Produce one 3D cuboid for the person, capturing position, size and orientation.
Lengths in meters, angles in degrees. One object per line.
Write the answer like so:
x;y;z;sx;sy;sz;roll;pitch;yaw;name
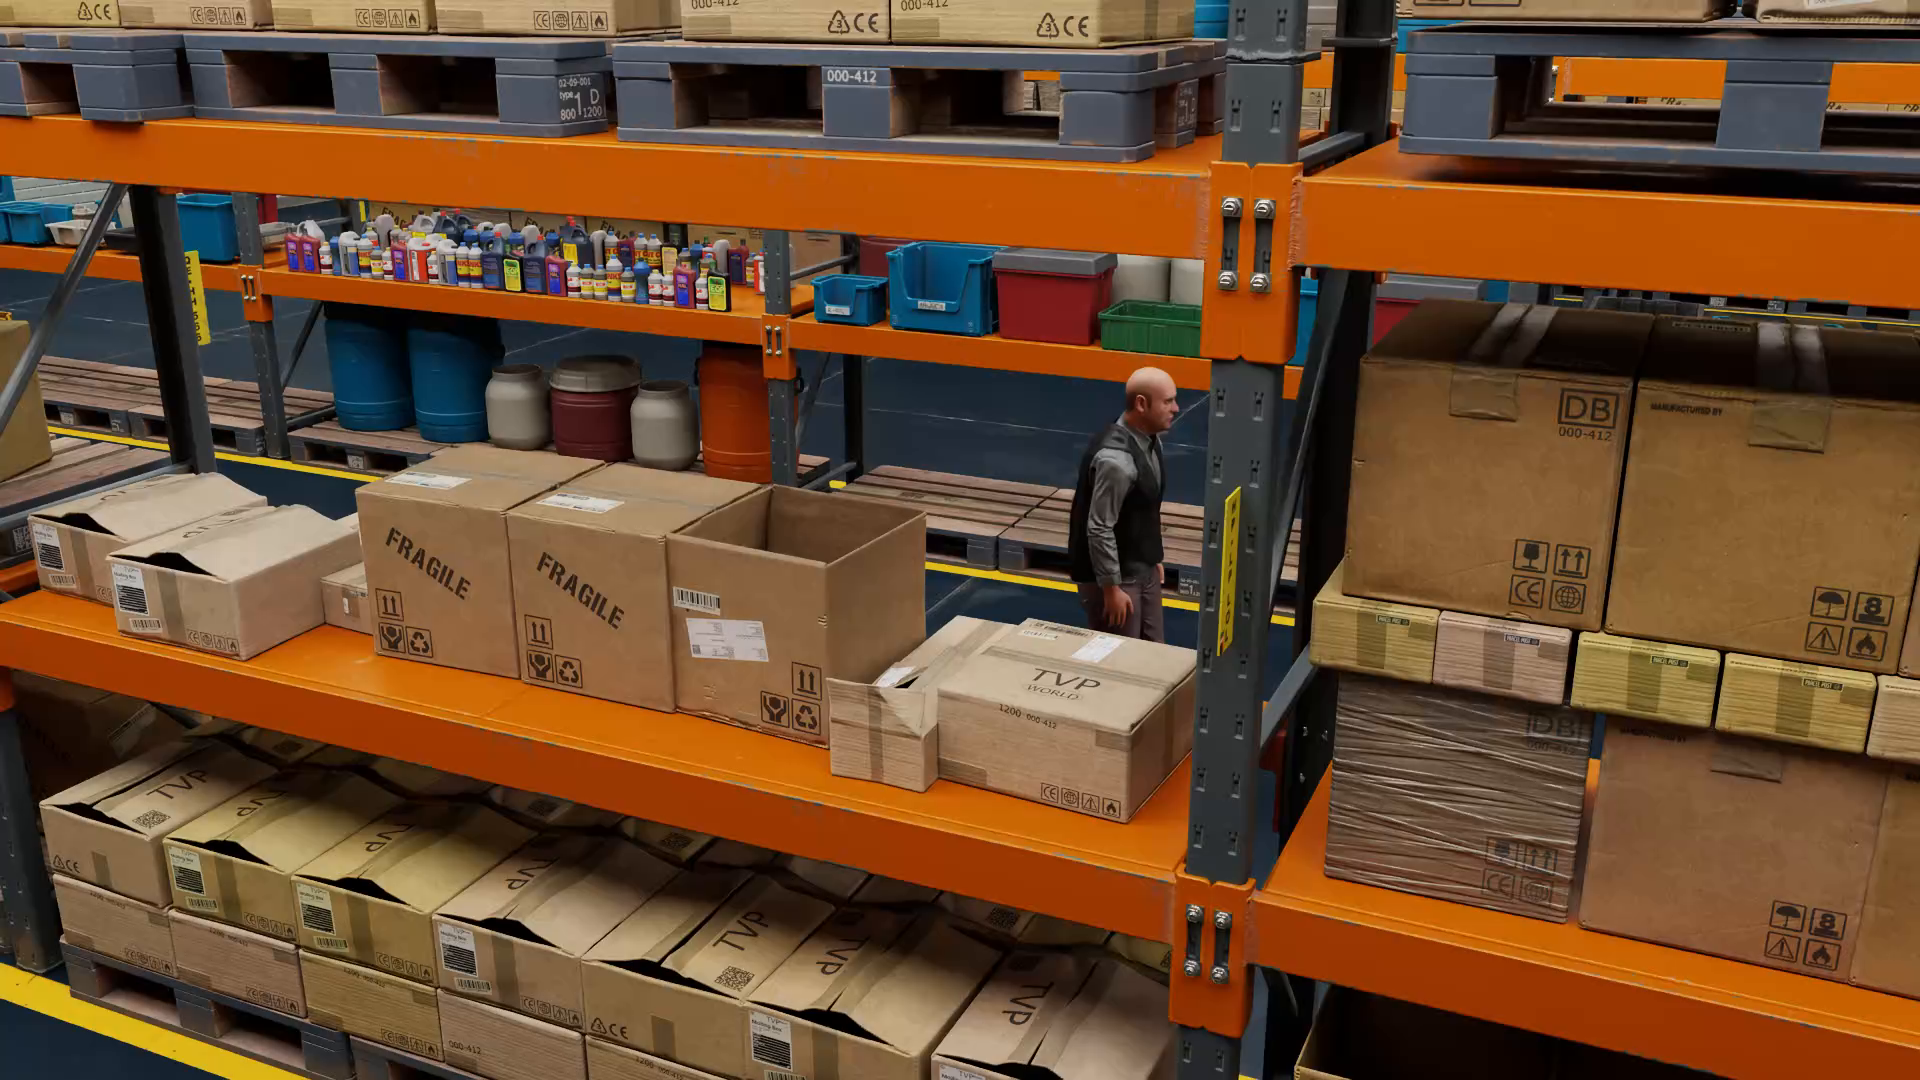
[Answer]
0.670;0.150;6.663;0.461;1.721;0.581;8;21;23;person
